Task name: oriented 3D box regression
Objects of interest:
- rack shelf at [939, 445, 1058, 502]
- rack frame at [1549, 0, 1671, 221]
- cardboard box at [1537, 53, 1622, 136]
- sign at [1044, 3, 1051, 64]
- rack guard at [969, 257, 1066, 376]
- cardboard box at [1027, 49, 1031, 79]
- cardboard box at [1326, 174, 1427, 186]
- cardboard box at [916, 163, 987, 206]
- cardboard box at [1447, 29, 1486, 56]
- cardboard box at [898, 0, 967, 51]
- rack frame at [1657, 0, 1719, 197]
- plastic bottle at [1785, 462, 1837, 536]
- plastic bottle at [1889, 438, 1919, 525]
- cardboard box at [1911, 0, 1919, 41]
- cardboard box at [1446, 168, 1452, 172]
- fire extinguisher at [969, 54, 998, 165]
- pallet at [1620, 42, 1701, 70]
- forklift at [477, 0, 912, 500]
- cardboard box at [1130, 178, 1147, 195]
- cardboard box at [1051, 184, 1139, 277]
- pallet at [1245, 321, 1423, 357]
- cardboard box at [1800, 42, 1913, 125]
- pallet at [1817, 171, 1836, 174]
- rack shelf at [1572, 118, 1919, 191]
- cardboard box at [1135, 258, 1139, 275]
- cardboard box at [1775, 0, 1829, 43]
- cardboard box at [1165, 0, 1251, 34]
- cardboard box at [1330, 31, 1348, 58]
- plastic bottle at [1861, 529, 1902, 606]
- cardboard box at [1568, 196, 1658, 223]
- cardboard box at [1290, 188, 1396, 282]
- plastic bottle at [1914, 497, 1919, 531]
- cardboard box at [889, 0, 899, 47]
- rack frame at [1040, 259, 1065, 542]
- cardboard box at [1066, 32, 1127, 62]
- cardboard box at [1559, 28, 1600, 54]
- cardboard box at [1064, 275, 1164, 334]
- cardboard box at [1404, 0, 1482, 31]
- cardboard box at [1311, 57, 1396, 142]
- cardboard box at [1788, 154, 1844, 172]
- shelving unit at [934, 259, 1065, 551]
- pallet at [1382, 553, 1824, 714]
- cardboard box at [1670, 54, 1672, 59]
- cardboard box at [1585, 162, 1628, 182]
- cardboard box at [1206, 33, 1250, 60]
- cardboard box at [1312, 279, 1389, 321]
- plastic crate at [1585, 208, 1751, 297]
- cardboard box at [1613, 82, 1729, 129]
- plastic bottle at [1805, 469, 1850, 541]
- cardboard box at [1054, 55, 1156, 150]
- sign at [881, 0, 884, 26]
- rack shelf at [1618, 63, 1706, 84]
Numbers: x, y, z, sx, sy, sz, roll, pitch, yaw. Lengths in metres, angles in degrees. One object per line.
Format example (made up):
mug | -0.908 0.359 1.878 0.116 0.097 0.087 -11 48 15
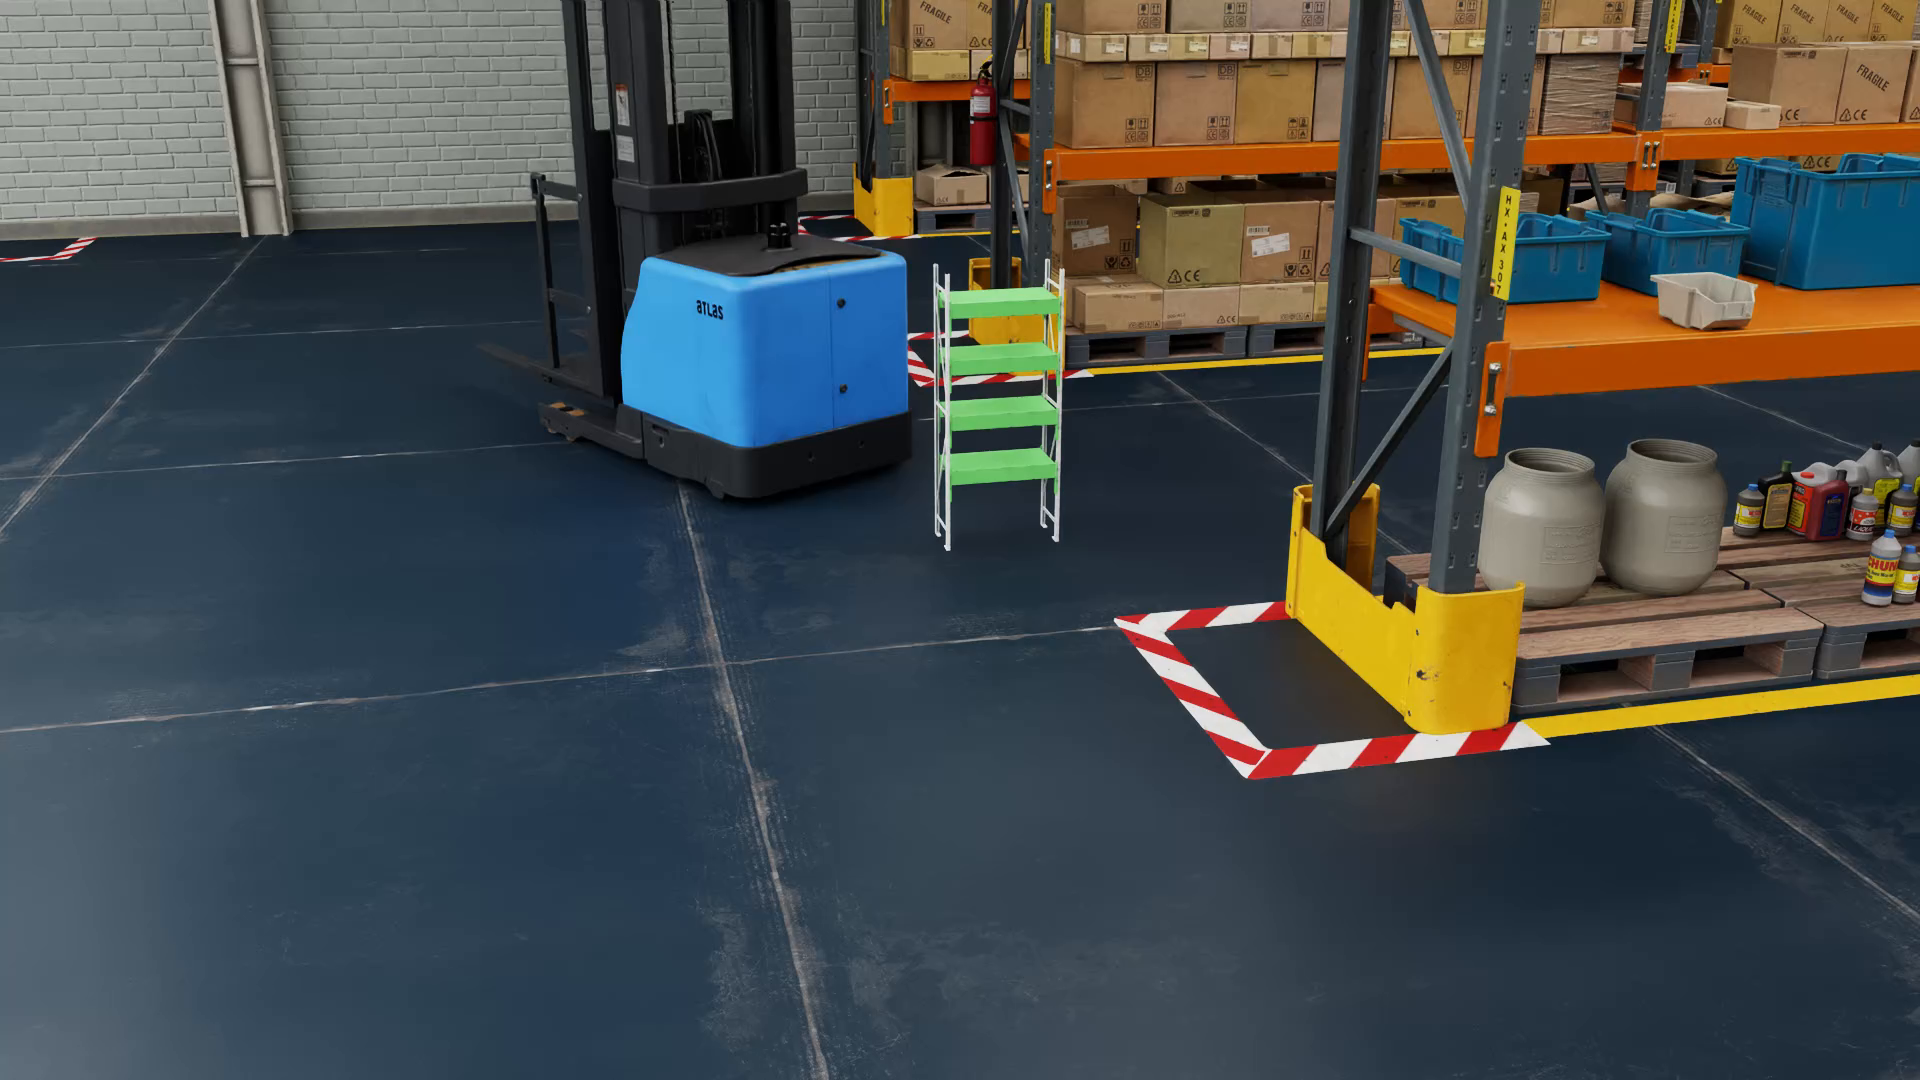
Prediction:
rack shelf | 0.161 -0.291 7.249 0.480 0.148 0.258 -5 21 -12
rack frame | 4.263 -2.916 10.914 0.127 3.000 1.000 -5 21 -12
cardboard box | 3.833 -2.926 10.796 0.500 0.500 0.700 -5 21 -14
sign | 0.493 -2.857 9.379 0.005 0.325 0.100 -5 21 -12
rack guard | 0.347 -1.424 10.475 0.348 0.500 1.175 -5 21 -12
cardboard box | 0.774 -4.213 14.643 0.500 0.250 0.500 -5 21 -13
cardboard box | 2.767 -2.163 11.156 0.500 0.500 0.500 -5 21 -12
cardboard box | -0.079 -3.226 15.030 0.500 0.311 0.500 -7 21 -19
cardboard box | 3.057 -3.094 10.313 0.250 0.149 0.380 -5 21 -13
cardboard box | -0.239 -4.486 14.298 0.500 0.500 0.500 -5 21 -12
rack frame | 7.013 -4.891 16.304 0.127 3.000 1.000 -5 21 -12
plastic bottle | 3.445 -0.172 6.743 0.135 0.276 0.152 -4 21 -12
plastic bottle | 3.921 -0.247 6.839 0.185 0.351 0.144 -5 21 -13
cardboard box | 9.529 -5.202 16.547 0.500 0.500 0.500 -5 21 -12
cardboard box | 4.830 -3.755 16.200 0.500 0.500 0.700 -4 21 -12
fire extinguisher | 0.149 -2.709 10.462 0.183 0.674 0.296 -5 21 -12
pallet | 6.344 -4.708 16.086 1.003 0.211 1.213 -5 21 -12
forklift | -1.590 -1.993 8.495 1.130 2.935 3.031 -17 26 -39
cardboard box | 1.559 -3.322 15.528 0.250 0.149 0.380 -6 21 -17
cardboard box | 0.824 -2.000 10.710 0.500 0.500 0.500 -5 21 -12
pallet | 2.290 -1.460 10.994 1.213 0.211 1.003 -5 21 -12
cardboard box | 6.015 -3.100 11.270 0.500 0.500 0.500 -5 21 -12
pallet | 8.982 -3.714 17.146 1.213 0.211 1.003 -5 21 -12
rack shelf | 6.210 -2.737 11.470 4.000 0.370 1.077 -5 21 -12
cardboard box | 1.308 -1.691 10.956 0.500 0.250 0.500 -5 21 -12
cardboard box | 8.056 -5.078 16.208 0.500 0.500 0.500 -4 20 -11
cardboard box | 1.390 -3.336 10.029 0.500 0.500 0.700 -5 21 -14
cardboard box | 2.298 -3.031 10.141 0.250 0.149 0.380 -4 21 -12
plastic bottle | 3.343 0.094 6.024 0.097 0.271 0.097 0 20 0
cardboard box | 4.592 -2.214 11.568 0.500 0.311 0.500 -5 21 -12
cardboard box | 2.404 -1.944 10.556 0.500 0.500 0.500 -5 21 -12
plastic bottle | 3.980 -0.164 6.722 0.135 0.276 0.152 -5 21 -12
cardboard box | -0.363 -4.657 14.765 0.500 0.500 0.500 -5 21 -13
rack frame | 0.399 -0.596 7.197 0.015 1.200 0.240 -5 21 -12
cardboard box | 0.802 -2.910 9.809 0.250 0.149 0.380 -5 21 -13
cardboard box | 3.807 -3.156 10.479 0.250 0.149 0.380 -5 21 -14
cardboard box | 0.944 -1.474 10.363 0.500 0.250 0.500 -5 21 -12
cardboard box | 2.854 -3.455 10.354 0.500 0.500 0.700 -5 21 -12
cardboard box | 2.334 -2.803 10.459 0.500 0.500 0.700 -4 21 -11
cardboard box | 8.612 -4.160 16.824 0.750 0.750 0.750 -5 21 -13
shelving unit | 0.161 -0.576 7.144 0.503 1.200 0.258 -5 21 -12
pallet | 2.362 0.284 6.233 1.213 0.211 1.003 -5 21 -12
cardboard box | 7.270 -4.894 16.649 0.250 0.149 0.380 -4 21 -12
cardboard box | 6.324 -3.849 16.456 0.500 0.500 0.700 -4 21 -12
cardboard box | 1.548 -2.970 9.974 0.250 0.149 0.380 -5 21 -13
cardboard box | 2.404 -1.592 10.686 0.500 0.250 0.500 -5 21 -12
plastic crate | 2.558 -1.061 6.065 0.408 0.251 0.499 -5 21 -12
cardboard box | 4.732 -2.899 11.086 0.500 0.250 0.500 -3 20 -9
plastic bottle | 3.470 -0.140 6.644 0.133 0.283 0.061 -5 21 -12
cardboard box | 0.828 -2.679 10.122 0.500 0.500 0.700 -5 21 -12
sign | -0.648 -4.482 13.931 0.005 0.325 0.100 -5 21 -12
rack shelf | 5.066 -4.394 15.996 4.000 0.370 1.077 -5 21 -12
